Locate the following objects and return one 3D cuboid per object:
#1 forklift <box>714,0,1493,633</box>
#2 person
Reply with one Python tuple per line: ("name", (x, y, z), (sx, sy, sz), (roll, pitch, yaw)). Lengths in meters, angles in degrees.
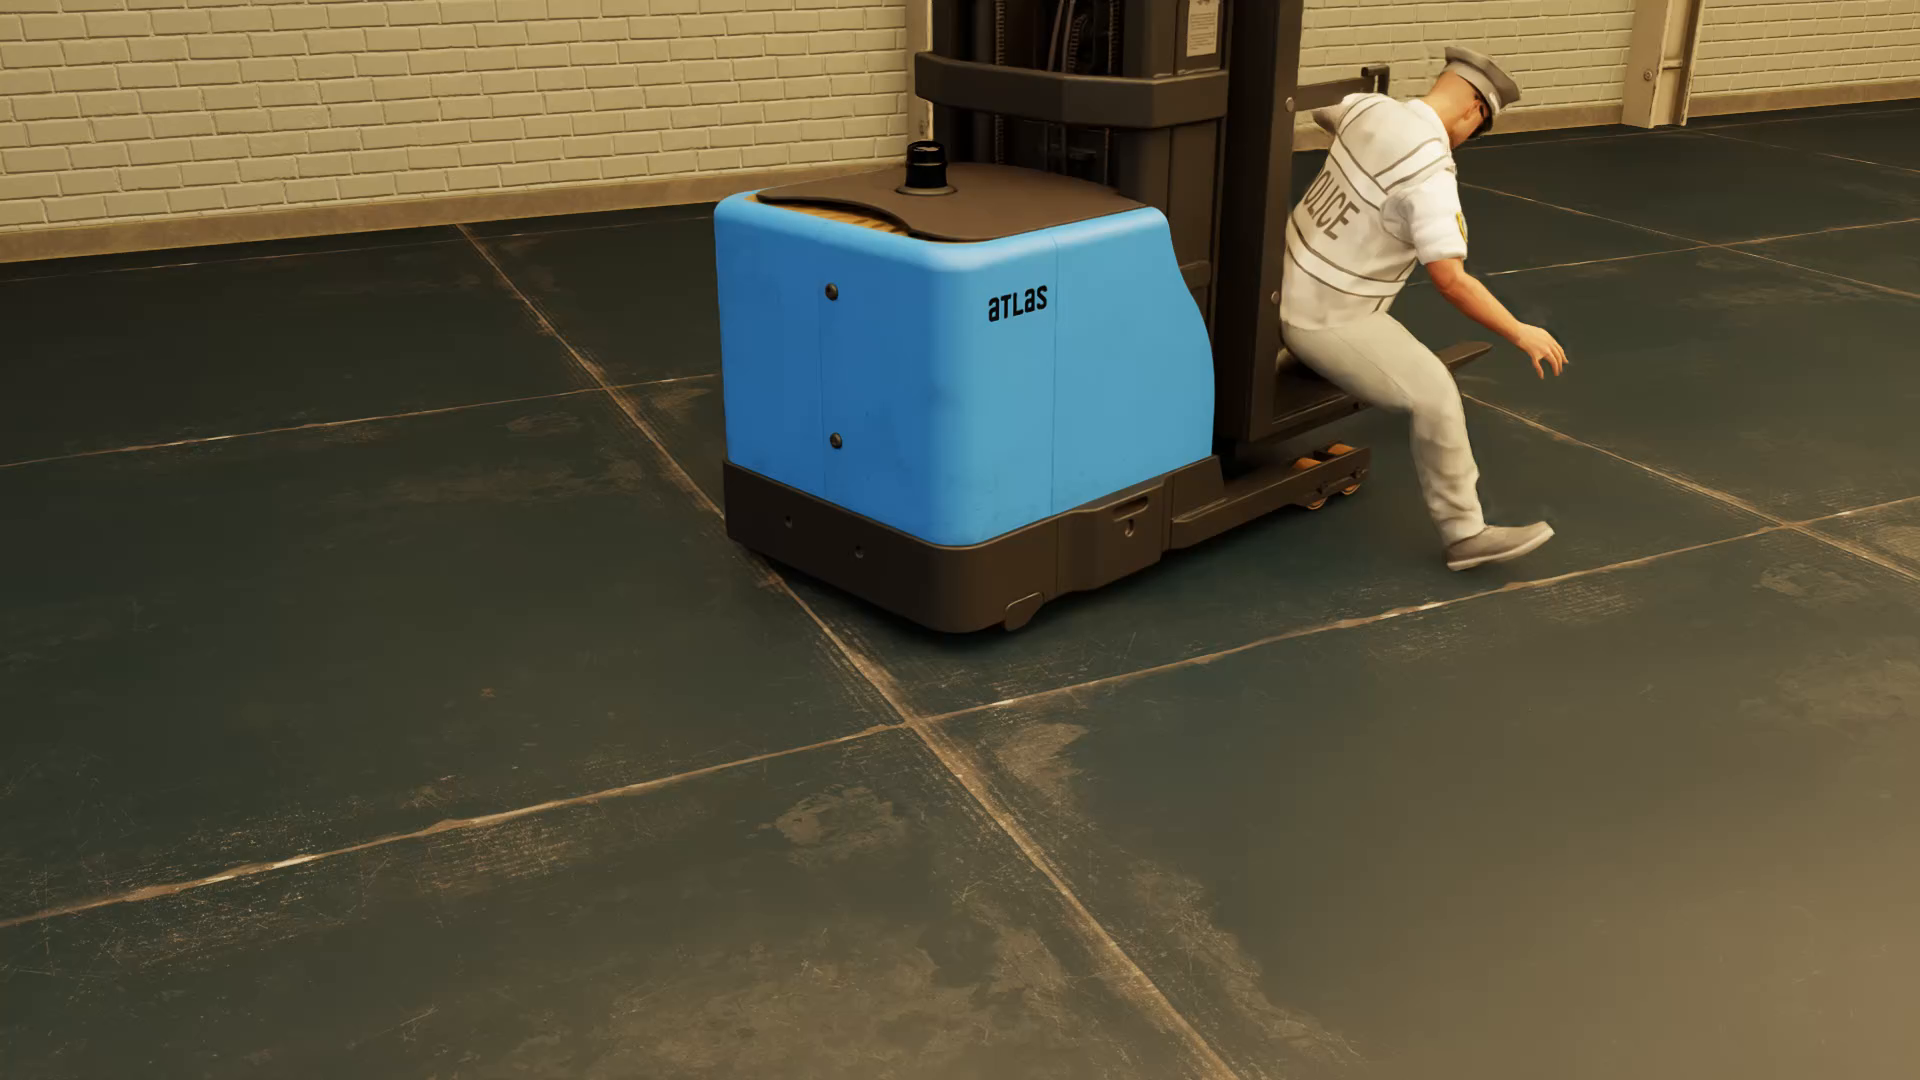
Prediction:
("forklift", (0.708, -1.576, 5.080), (3.031, 2.935, 1.130), (-21, 30, -40))
("person", (1.299, -0.767, 5.083), (0.791, 1.461, 1.310), (-1, 23, -3))
